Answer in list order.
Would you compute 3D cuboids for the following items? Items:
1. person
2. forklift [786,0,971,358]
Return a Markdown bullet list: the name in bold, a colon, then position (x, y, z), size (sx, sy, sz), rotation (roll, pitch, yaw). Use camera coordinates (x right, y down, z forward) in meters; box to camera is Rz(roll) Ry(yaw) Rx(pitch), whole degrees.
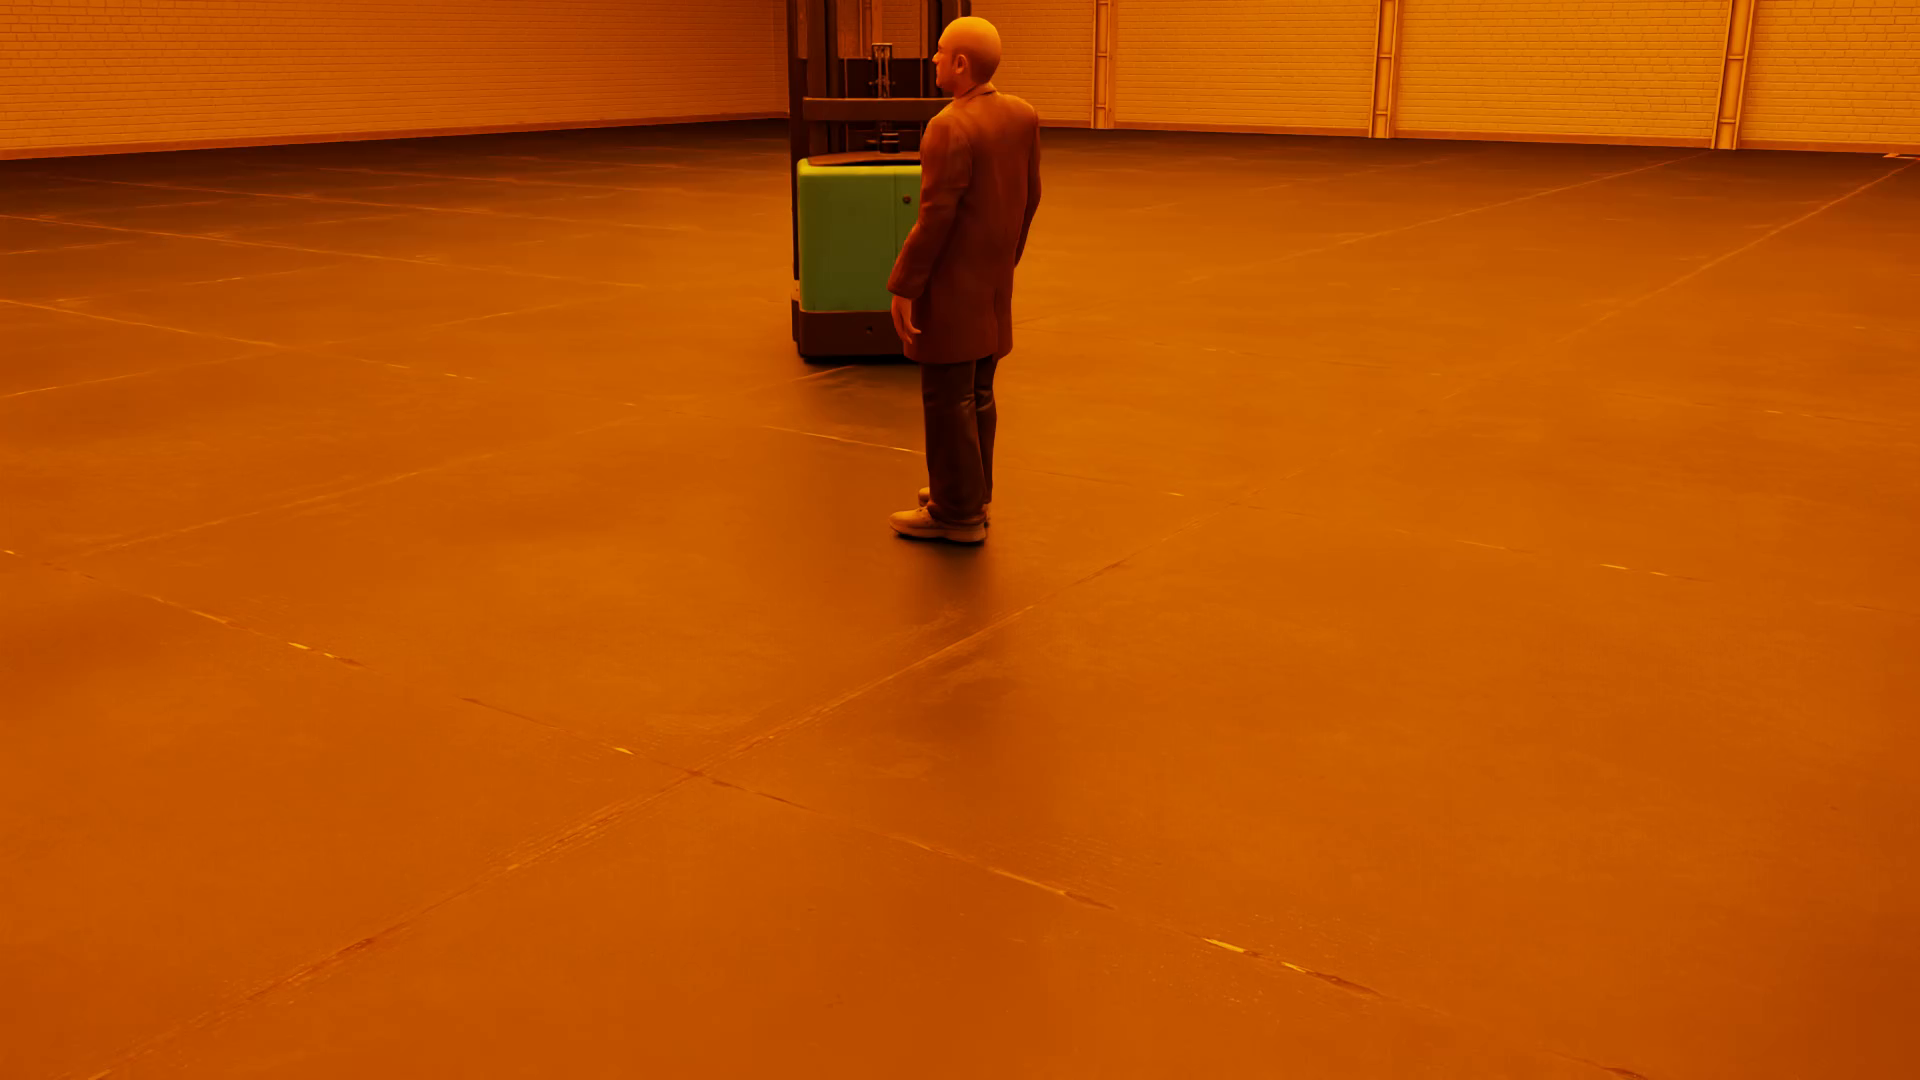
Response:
- **person**: position (-0.074, -0.874, 5.745), size (0.579, 1.777, 0.698), rotation (11, 20, 33)
- **forklift**: position (-0.504, -2.780, 10.131), size (1.130, 2.935, 3.031), rotation (-2, 17, -6)
